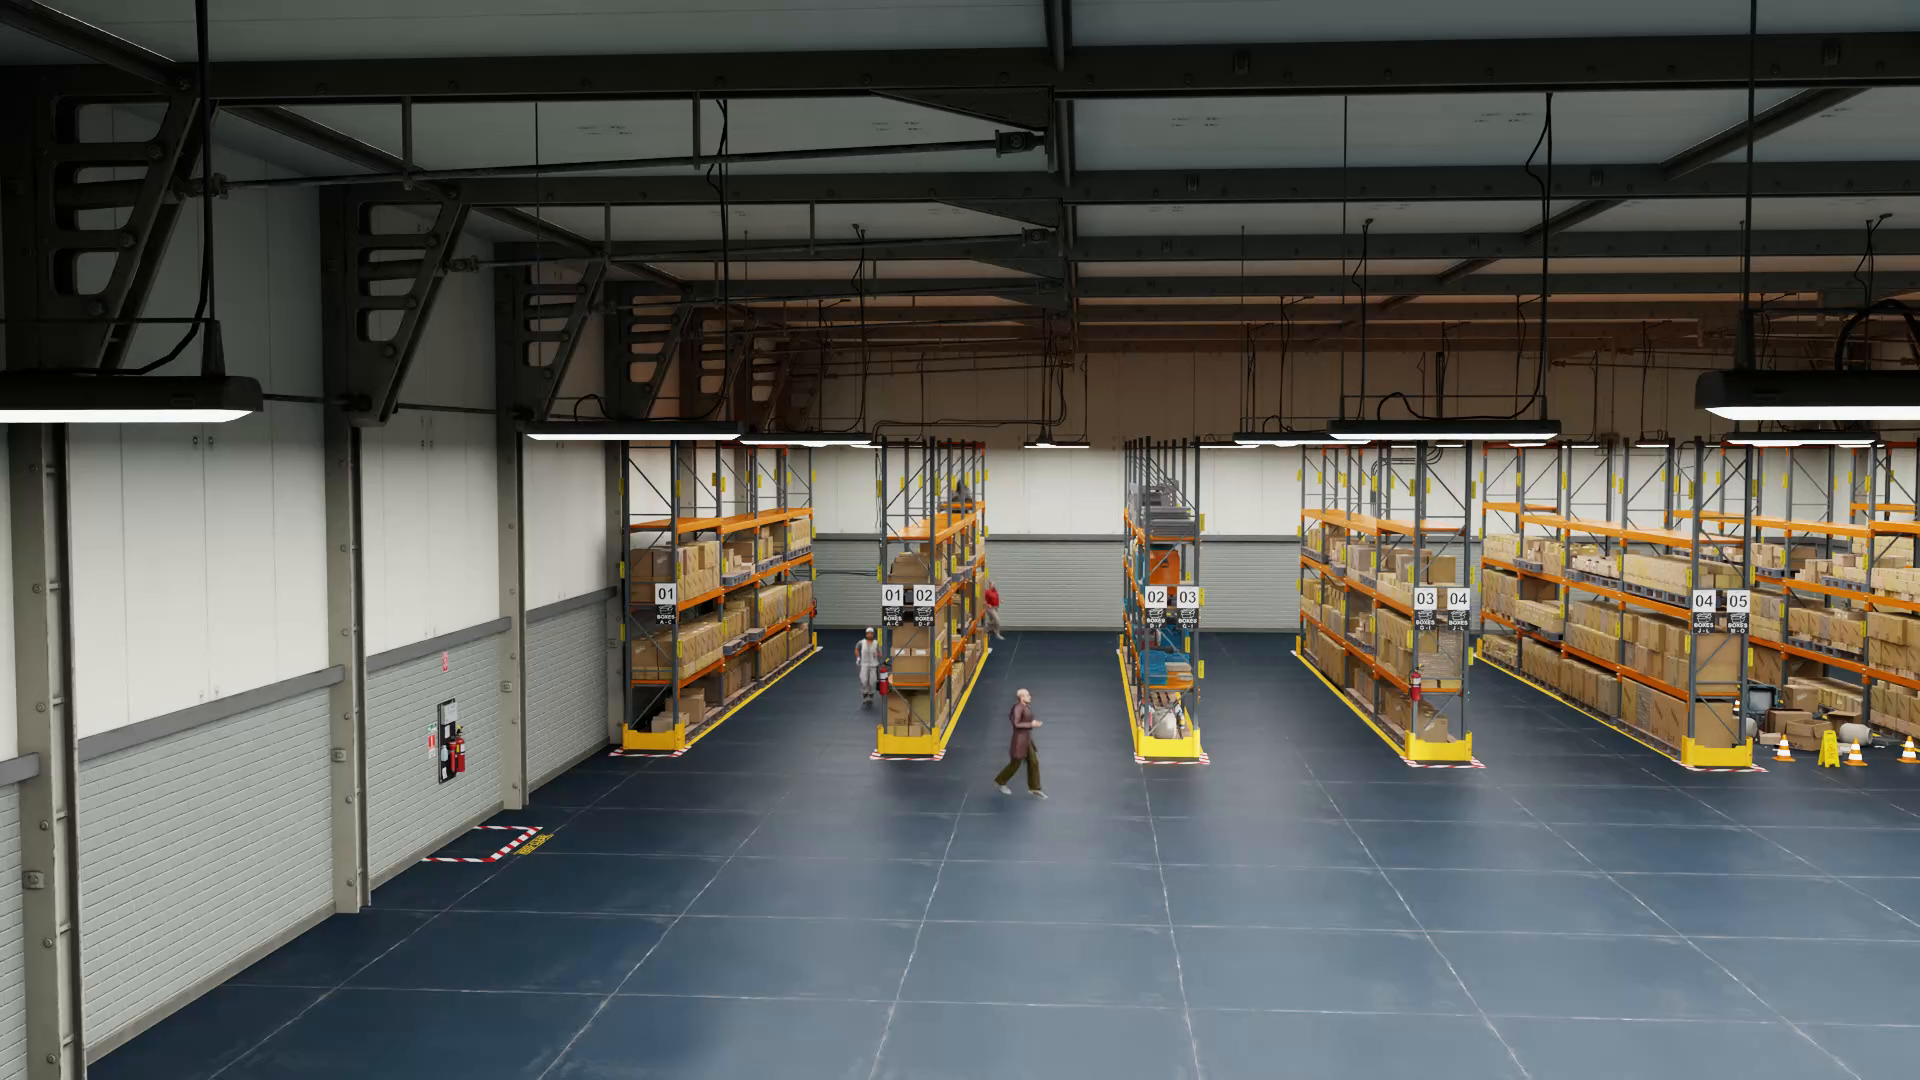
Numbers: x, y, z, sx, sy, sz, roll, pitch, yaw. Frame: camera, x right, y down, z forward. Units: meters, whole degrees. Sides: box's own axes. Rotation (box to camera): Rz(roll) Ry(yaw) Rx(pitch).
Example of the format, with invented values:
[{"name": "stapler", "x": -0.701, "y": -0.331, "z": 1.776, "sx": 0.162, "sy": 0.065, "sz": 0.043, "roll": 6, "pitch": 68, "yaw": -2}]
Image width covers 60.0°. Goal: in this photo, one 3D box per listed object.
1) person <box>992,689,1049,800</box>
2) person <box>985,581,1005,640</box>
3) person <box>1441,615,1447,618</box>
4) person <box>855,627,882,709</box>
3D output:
[{"name": "person", "x": 0.978, "y": 3.364, "z": 27.396, "sx": 0.966, "sy": 1.821, "sz": 0.679, "roll": 1, "pitch": 3, "yaw": 21}, {"name": "person", "x": 0.903, "y": 2.059, "z": 48.293, "sx": 0.818, "sy": 1.756, "sz": 0.669, "roll": 2, "pitch": 4, "yaw": 33}, {"name": "person", "x": 13.756, "y": 2.409, "z": 47.279, "sx": 0.846, "sy": 1.646, "sz": 0.717, "roll": -2, "pitch": 4, "yaw": -34}, {"name": "person", "x": -2.021, "y": 2.857, "z": 37.028, "sx": 0.632, "sy": 1.830, "sz": 0.743, "roll": 0, "pitch": 3, "yaw": -4}]
